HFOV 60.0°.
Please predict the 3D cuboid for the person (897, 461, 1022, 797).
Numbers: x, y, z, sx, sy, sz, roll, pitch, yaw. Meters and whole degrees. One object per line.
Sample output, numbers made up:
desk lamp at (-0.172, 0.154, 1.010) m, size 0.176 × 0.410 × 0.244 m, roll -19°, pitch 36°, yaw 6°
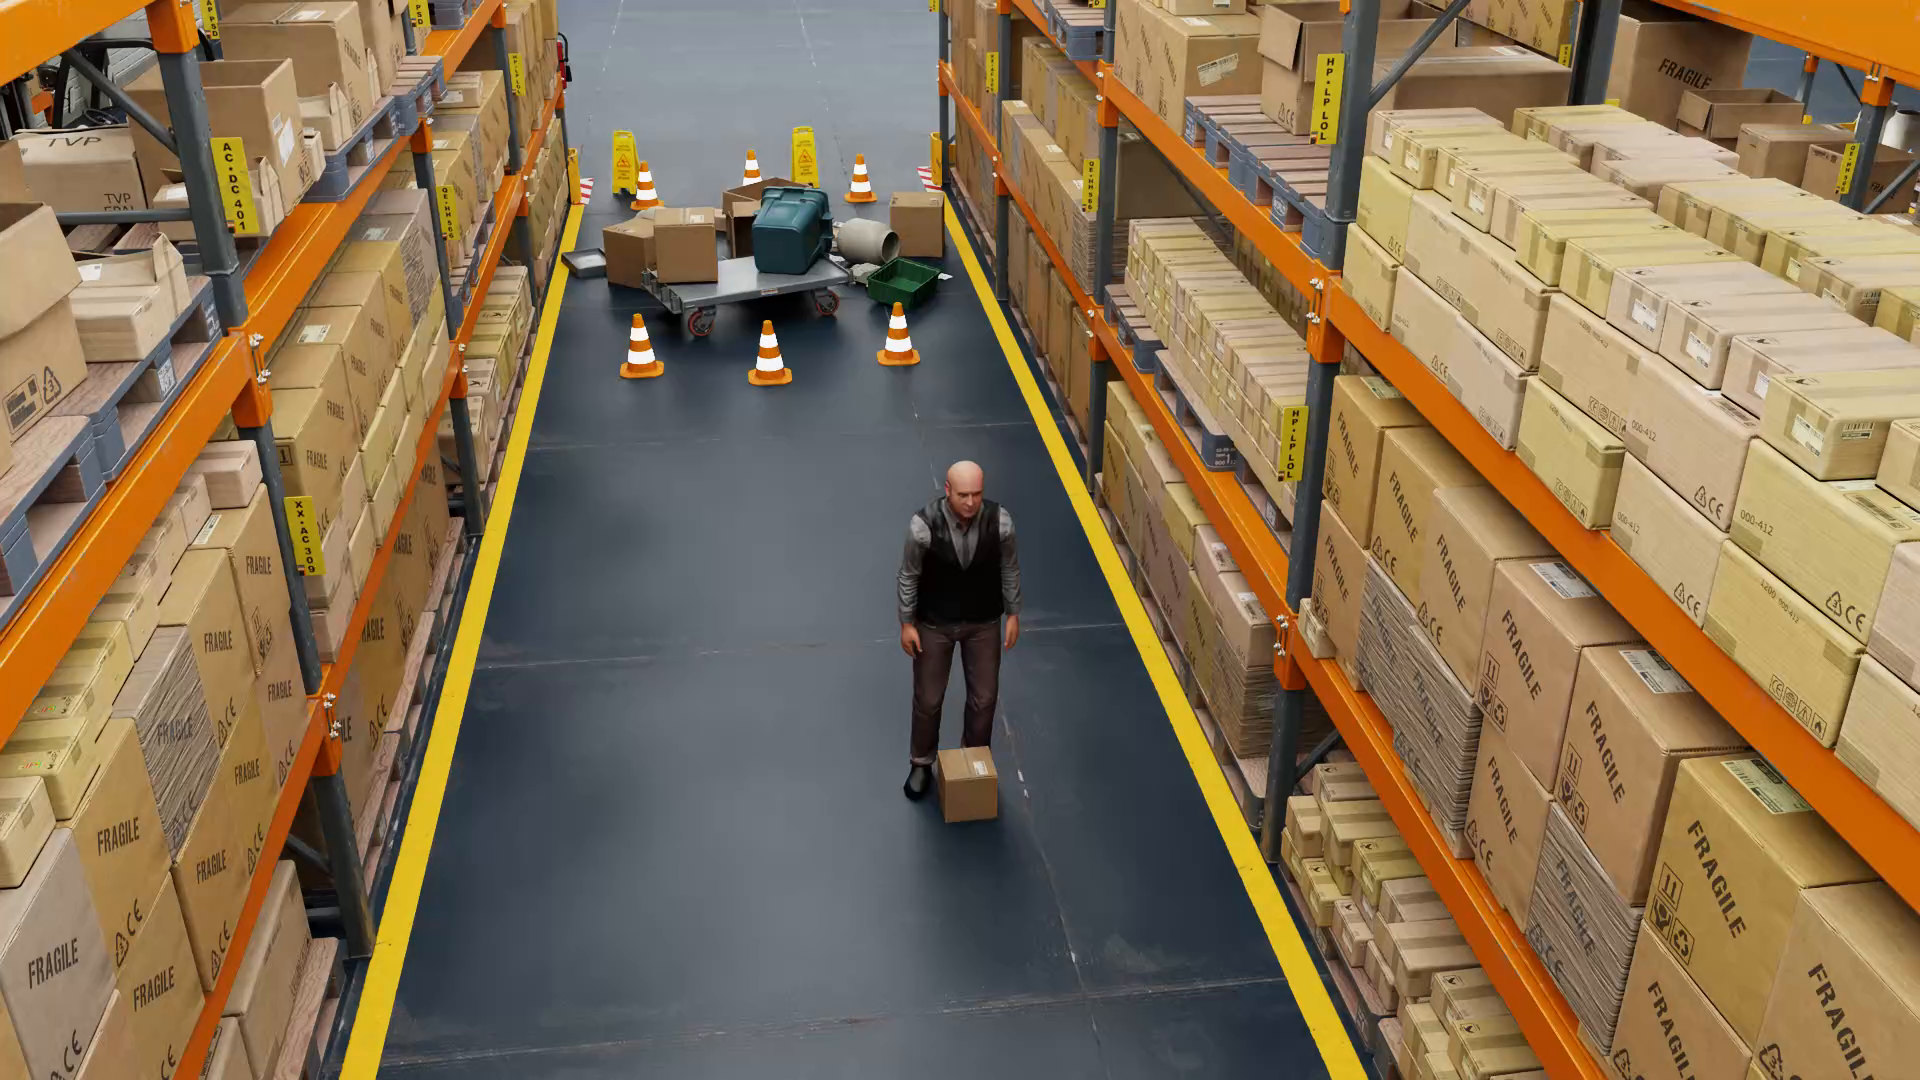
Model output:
person at (0.000, 0.400, 7.856) m, size 0.590 × 1.722 × 0.464 m, roll -5°, pitch 27°, yaw -9°
